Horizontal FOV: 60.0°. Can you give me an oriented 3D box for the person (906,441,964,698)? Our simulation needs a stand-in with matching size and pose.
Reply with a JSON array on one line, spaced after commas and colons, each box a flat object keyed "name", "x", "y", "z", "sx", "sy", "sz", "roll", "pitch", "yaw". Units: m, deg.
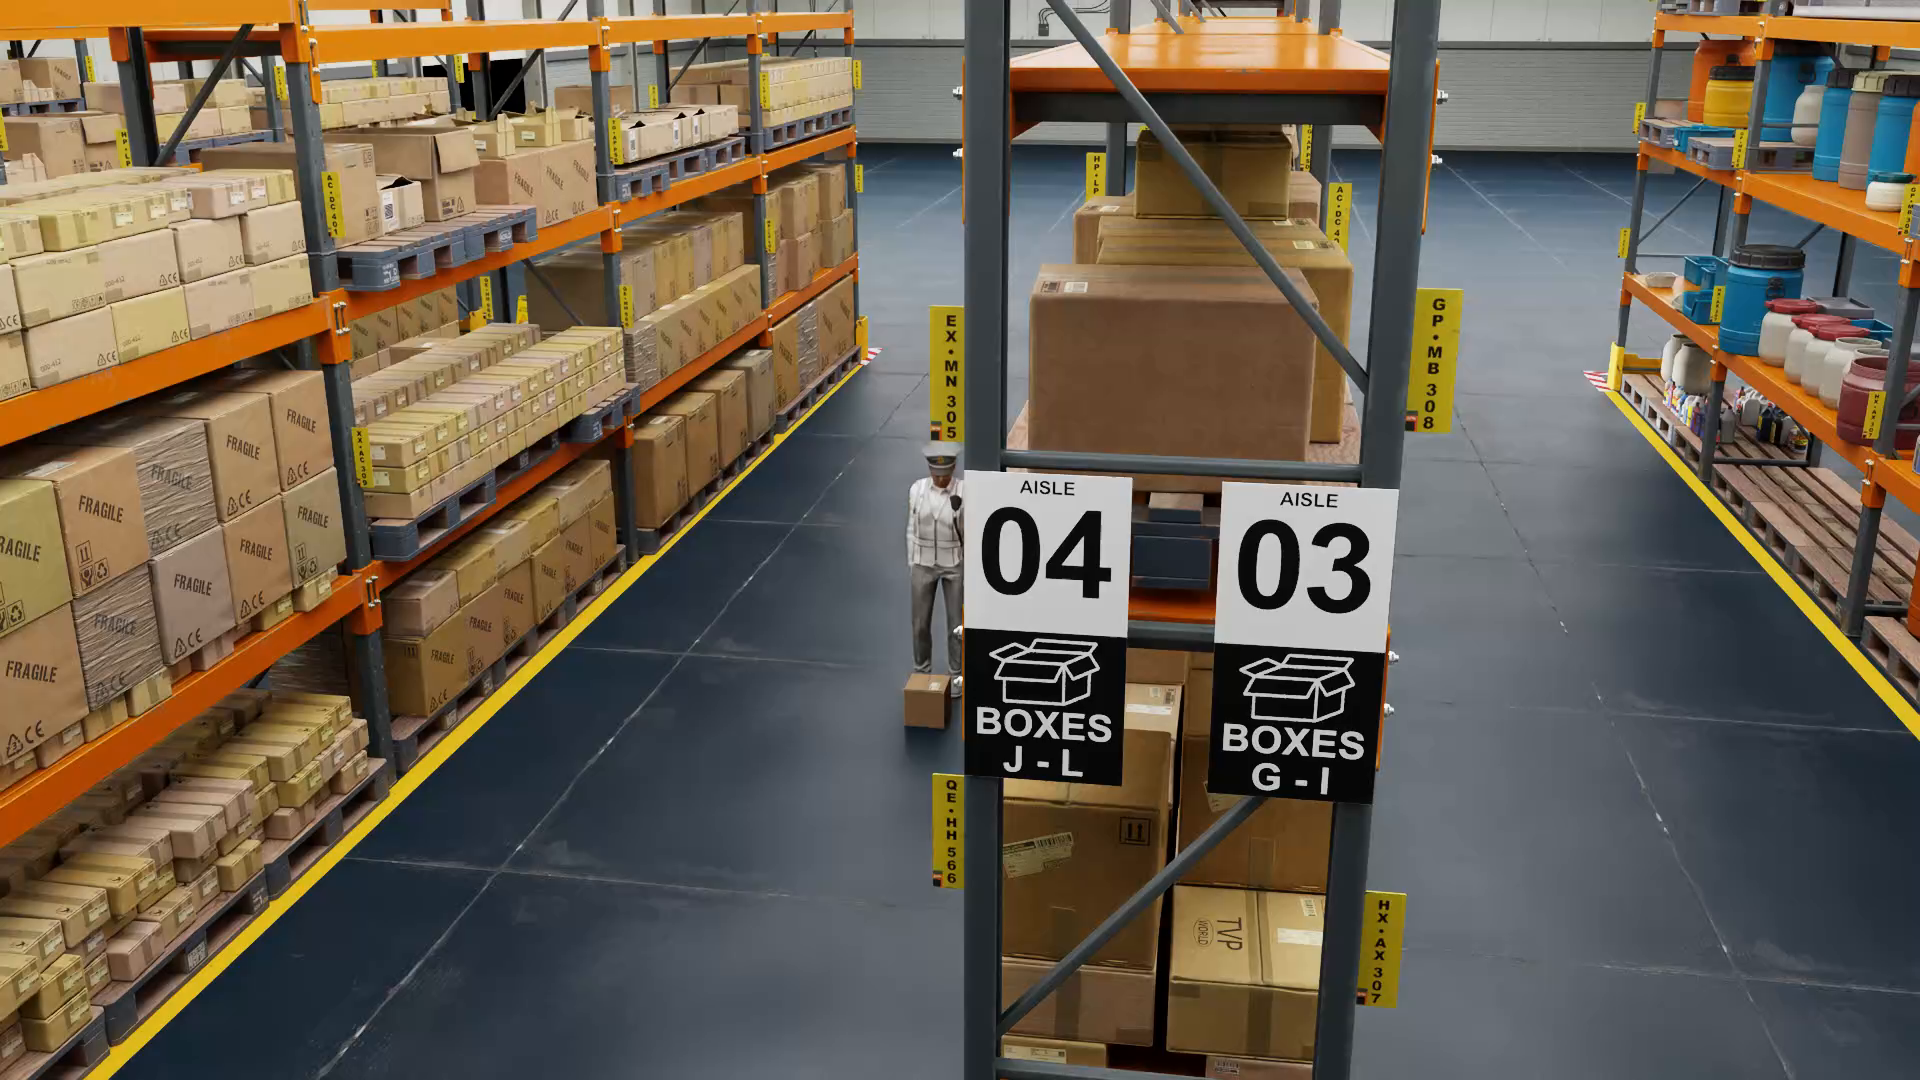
[{"name": "person", "x": -0.106, "y": 0.187, "z": 10.504, "sx": 0.476, "sy": 1.661, "sz": 0.338, "roll": 3, "pitch": 18, "yaw": 9}]
